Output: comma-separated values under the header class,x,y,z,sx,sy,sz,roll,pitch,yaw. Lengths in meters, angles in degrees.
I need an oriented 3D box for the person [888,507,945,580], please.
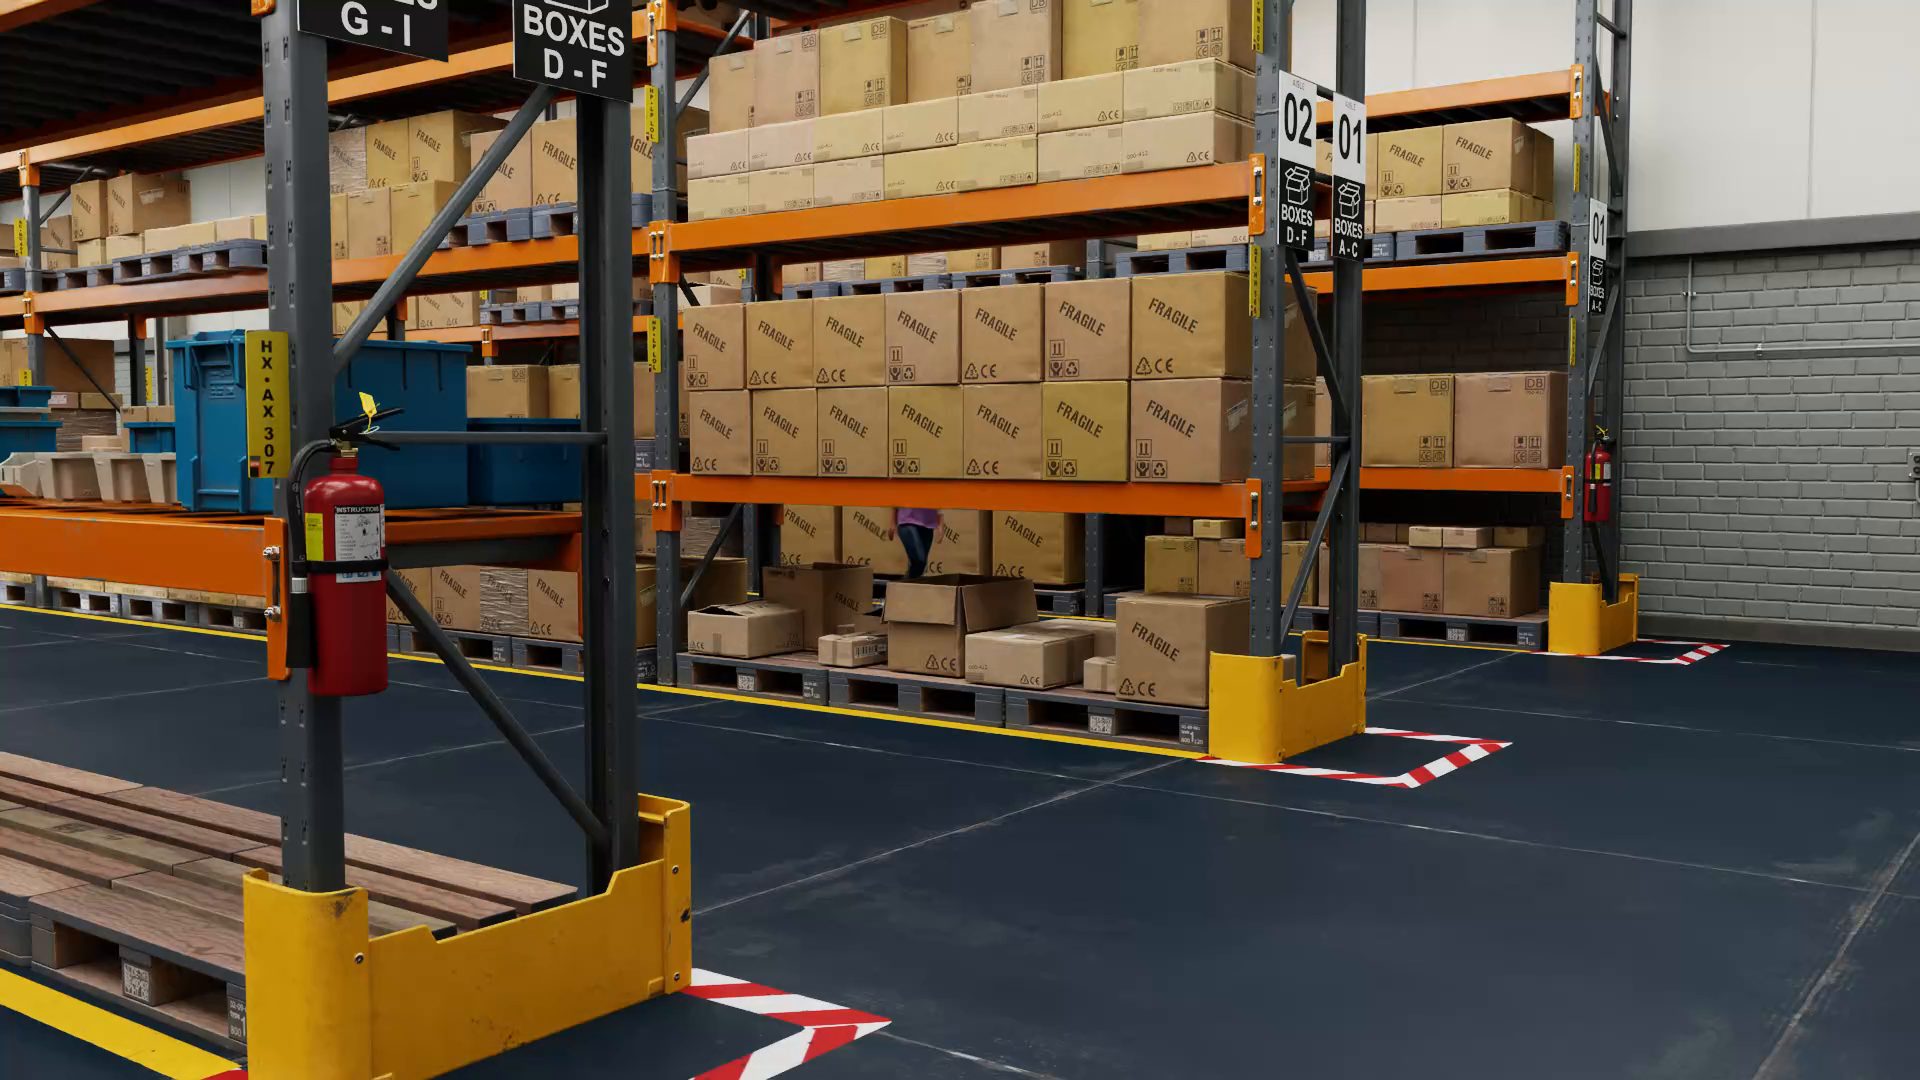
class,x,y,z,sx,sy,sz,roll,pitch,yaw
person,-0.347,-0.098,13.398,0.443,1.593,0.510,-2,4,-36
